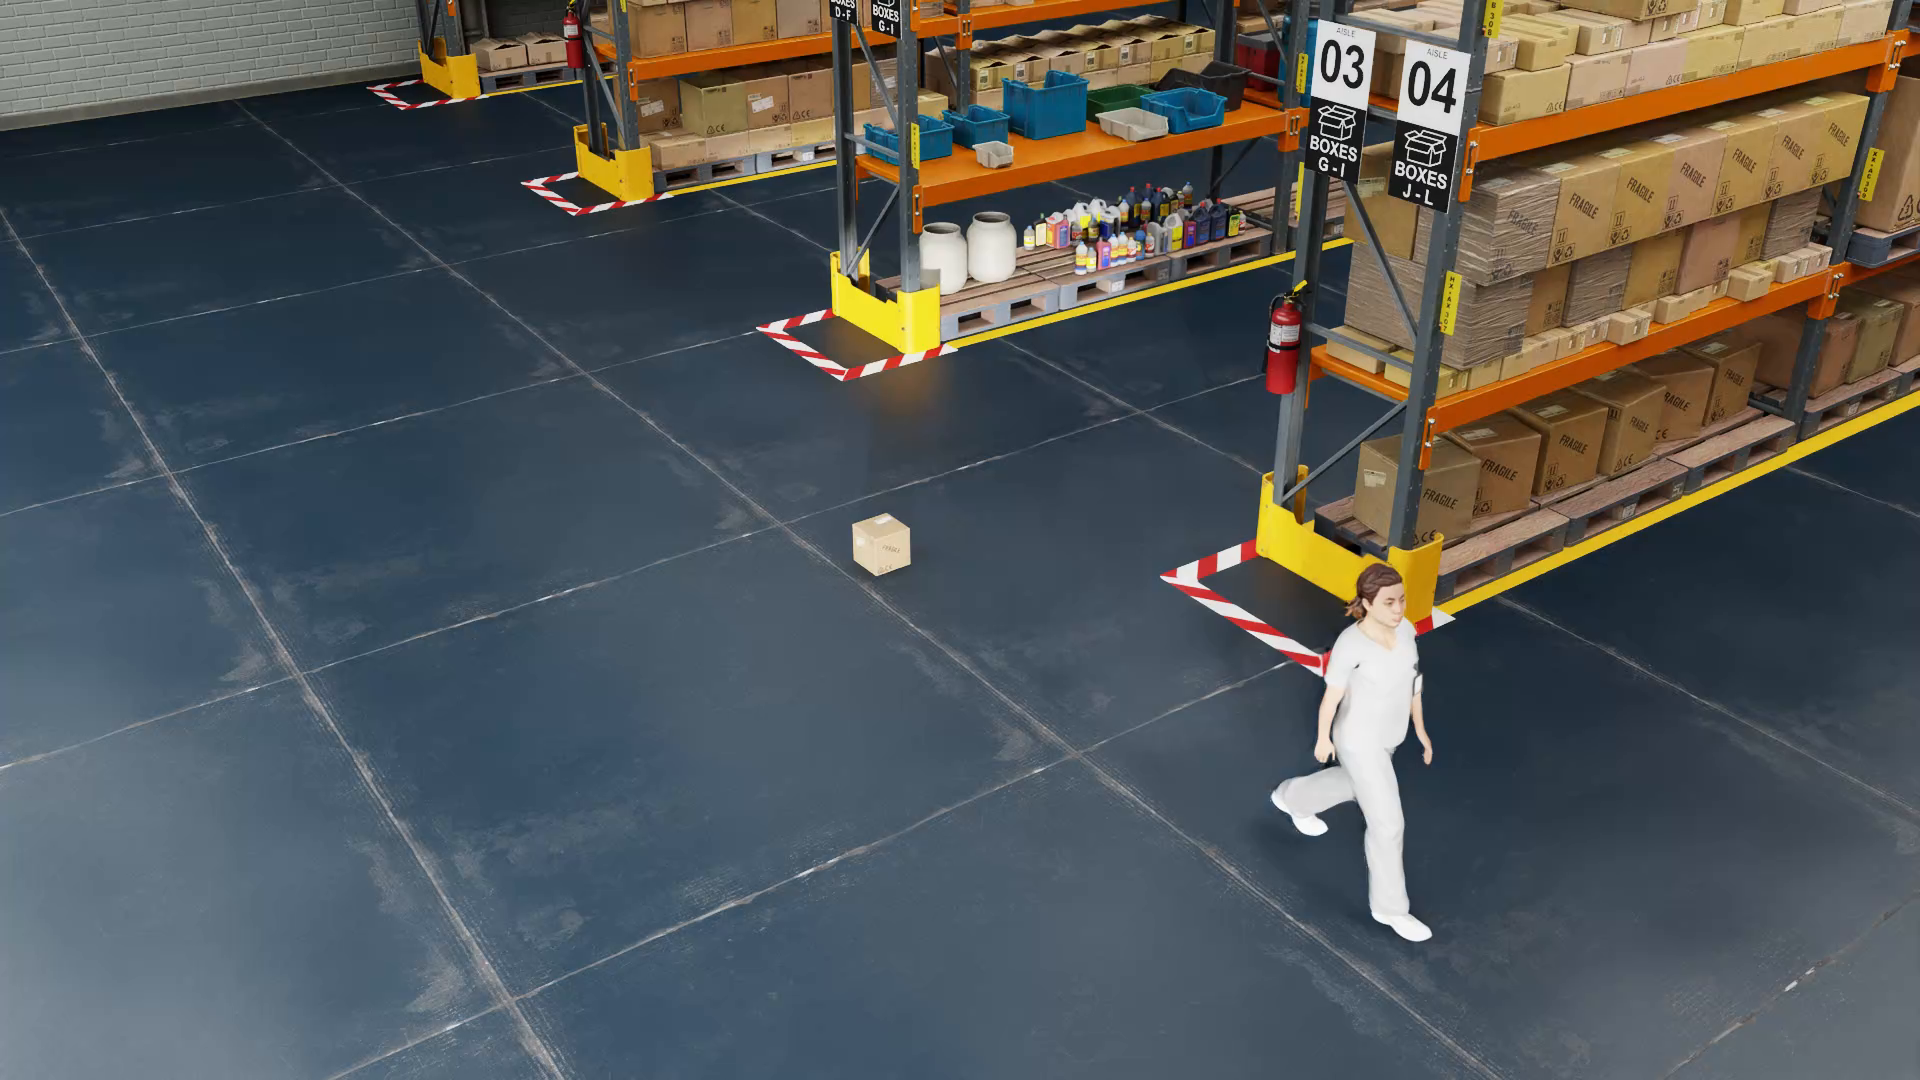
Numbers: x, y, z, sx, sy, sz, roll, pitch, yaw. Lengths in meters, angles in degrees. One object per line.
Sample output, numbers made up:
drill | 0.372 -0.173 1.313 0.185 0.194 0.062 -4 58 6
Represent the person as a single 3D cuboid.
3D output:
person | 1.740 0.826 7.116 0.442 1.625 1.015 -21 35 -33
